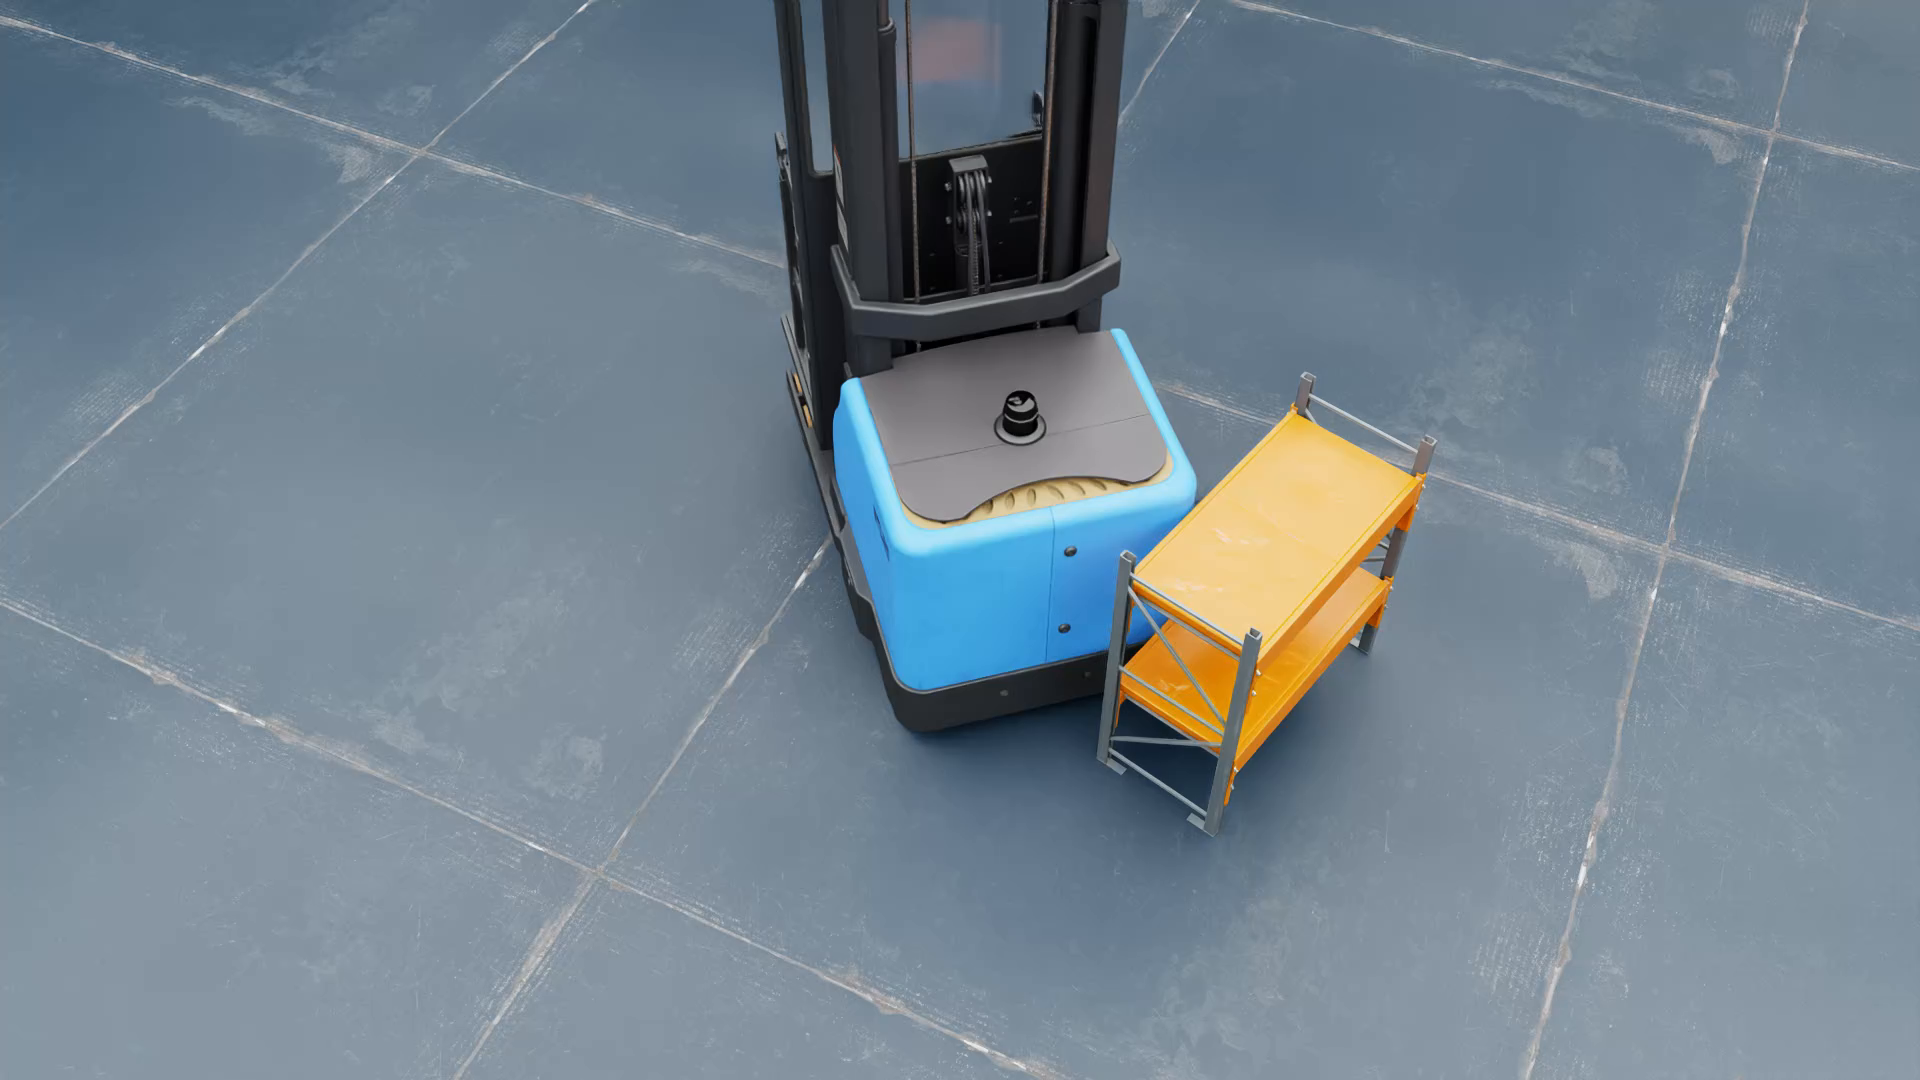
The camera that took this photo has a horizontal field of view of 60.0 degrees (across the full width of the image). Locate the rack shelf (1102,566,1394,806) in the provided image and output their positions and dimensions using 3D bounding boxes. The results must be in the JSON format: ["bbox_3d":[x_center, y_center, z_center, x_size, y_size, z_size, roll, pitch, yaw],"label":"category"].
[{"bbox_3d":[1.012,0.386,5.819,0.538,0.278,1.000,33,57,25],"label":"rack shelf"}]

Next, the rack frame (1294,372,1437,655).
[{"bbox_3d":[1.338,-0.069,5.885,0.500,1.125,0.032,33,57,25],"label":"rack frame"}]

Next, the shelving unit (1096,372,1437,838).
[{"bbox_3d":[1.012,0.228,5.633,0.538,1.125,1.048,33,57,25],"label":"shelving unit"}]

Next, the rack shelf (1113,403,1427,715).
[{"bbox_3d":[1.012,0.038,5.410,0.538,0.278,1.000,33,57,25],"label":"rack shelf"}]

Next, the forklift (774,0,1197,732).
[{"bbox_3d":[-0.099,-1.421,5.850,1.130,2.935,3.031,-12,51,-10],"label":"forklift"}]

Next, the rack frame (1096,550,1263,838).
[{"bbox_3d":[0.685,0.524,5.380,0.500,1.125,0.032,33,57,25],"label":"rack frame"}]
